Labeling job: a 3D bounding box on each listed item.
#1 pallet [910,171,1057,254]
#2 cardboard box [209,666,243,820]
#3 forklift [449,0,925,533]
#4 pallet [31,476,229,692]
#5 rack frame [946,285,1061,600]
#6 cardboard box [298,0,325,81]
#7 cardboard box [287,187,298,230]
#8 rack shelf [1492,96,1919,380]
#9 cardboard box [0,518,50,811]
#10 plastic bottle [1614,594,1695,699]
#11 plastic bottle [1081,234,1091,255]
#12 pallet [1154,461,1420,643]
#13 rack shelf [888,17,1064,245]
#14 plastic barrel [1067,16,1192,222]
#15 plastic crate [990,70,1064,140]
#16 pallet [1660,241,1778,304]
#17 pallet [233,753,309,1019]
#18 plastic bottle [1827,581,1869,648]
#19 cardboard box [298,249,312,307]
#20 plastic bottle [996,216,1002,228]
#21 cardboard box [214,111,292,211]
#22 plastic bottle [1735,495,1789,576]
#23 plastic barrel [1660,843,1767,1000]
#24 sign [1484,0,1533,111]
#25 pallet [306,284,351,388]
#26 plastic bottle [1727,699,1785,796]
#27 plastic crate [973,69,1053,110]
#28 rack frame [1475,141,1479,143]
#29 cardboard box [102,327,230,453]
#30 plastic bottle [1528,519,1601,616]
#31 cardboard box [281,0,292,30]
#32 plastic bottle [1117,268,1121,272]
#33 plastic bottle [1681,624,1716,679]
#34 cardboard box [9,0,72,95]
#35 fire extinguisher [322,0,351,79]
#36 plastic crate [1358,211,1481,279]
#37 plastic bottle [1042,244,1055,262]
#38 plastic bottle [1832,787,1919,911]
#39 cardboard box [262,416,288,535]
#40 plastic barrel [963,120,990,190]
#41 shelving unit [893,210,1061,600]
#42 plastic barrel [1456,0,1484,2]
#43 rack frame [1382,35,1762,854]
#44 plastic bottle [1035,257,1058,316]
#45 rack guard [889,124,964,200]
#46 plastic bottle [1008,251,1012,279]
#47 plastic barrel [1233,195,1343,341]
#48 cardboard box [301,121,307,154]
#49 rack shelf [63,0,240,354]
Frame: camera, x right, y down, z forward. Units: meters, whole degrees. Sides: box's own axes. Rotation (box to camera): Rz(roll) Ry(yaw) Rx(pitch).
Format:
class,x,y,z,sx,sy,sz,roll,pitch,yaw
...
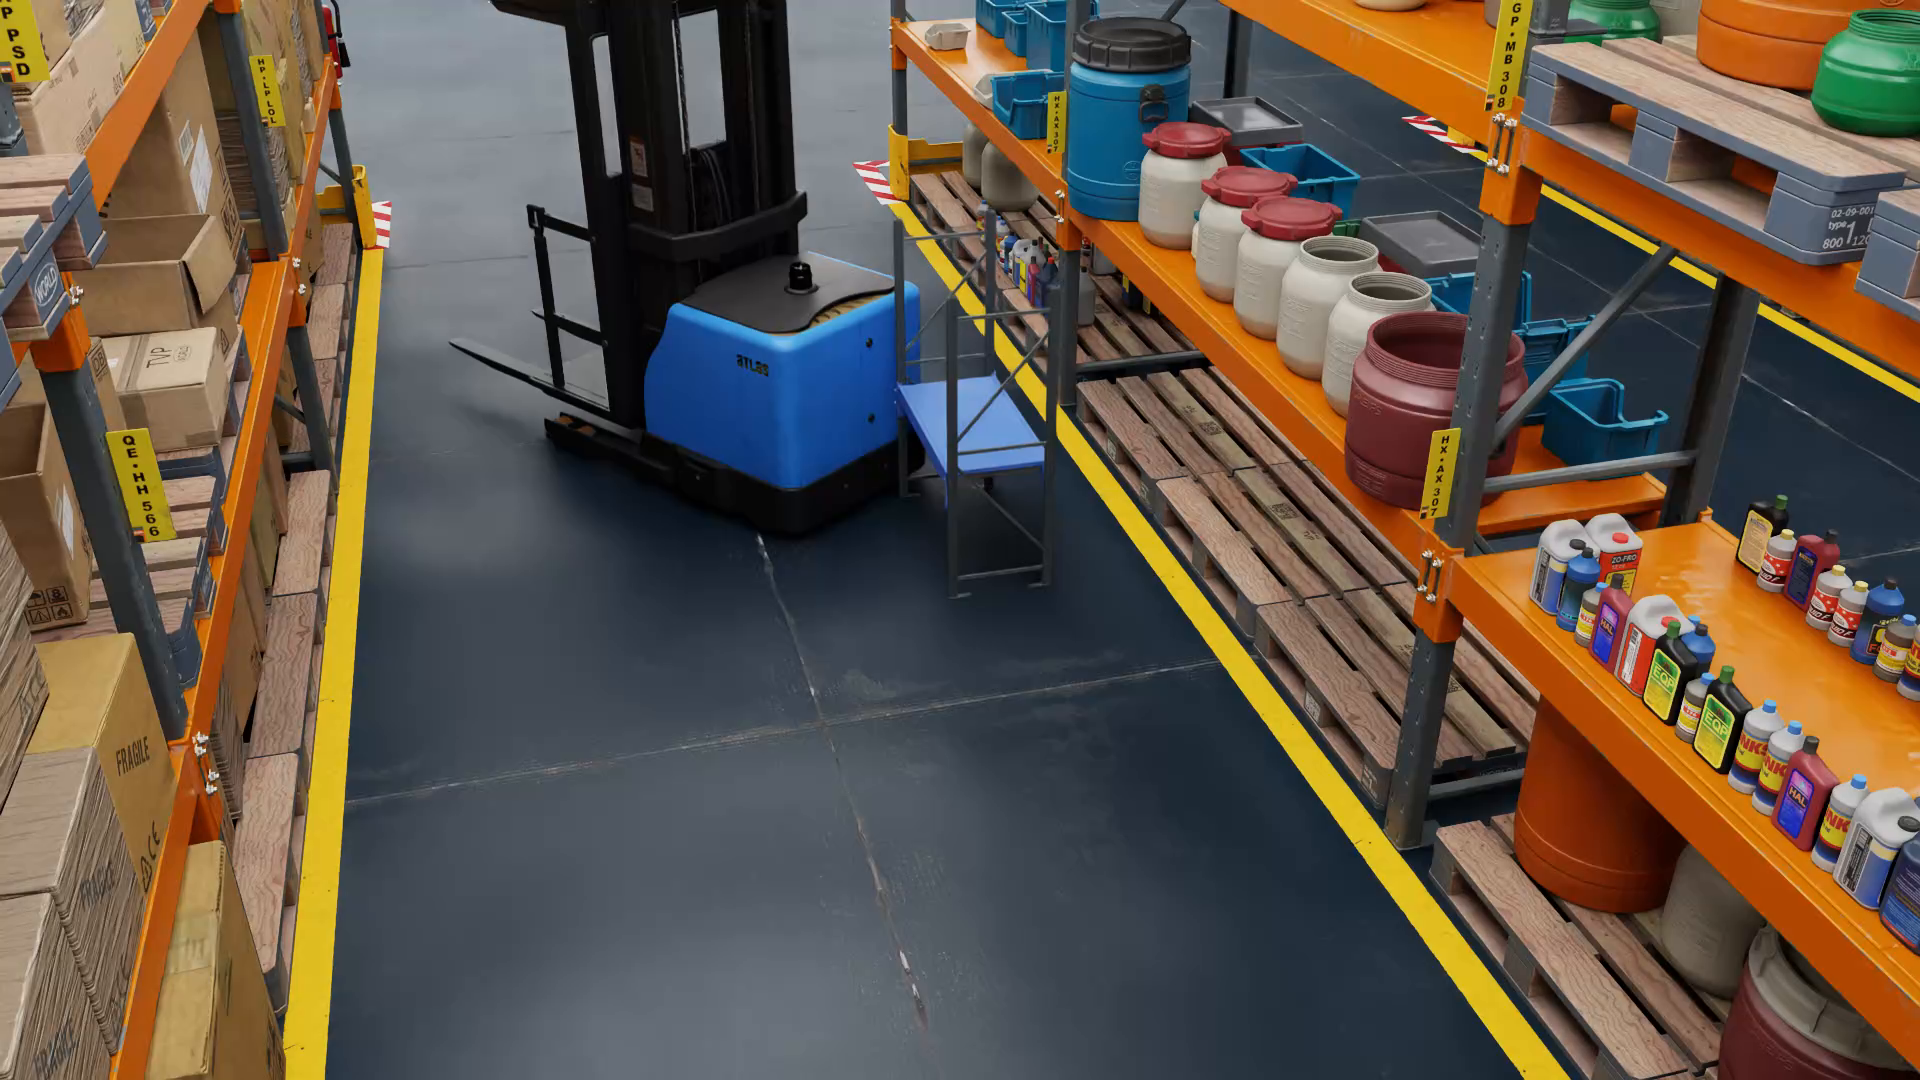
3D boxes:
class,x,y,z,sx,sy,sz,roll,pitch,yaw
pallet,0.258,-2.455,12.280,1.003,0.211,1.213,-8,31,-13
cardboard box,-3.026,0.742,6.031,0.700,0.500,0.500,-10,32,-17
forklift,-1.645,-1.902,8.610,3.031,2.935,1.130,22,37,33
pallet,-2.961,0.190,5.118,1.213,0.211,1.003,-8,31,-13
rack frame,0.187,-0.407,7.456,0.500,1.500,0.032,-8,31,-13
cardboard box,-4.425,-3.104,10.221,0.875,0.500,0.500,-8,31,-13
cardboard box,-3.552,-1.652,8.361,0.380,0.149,0.250,-8,31,-13
rack shelf,2.637,-0.242,3.398,1.077,0.370,4.000,-8,31,-13
cardboard box,-2.491,0.315,3.610,0.797,0.503,0.637,-7,31,-12
plastic bottle,2.032,0.308,4.848,0.152,0.276,0.135,-8,31,-13
plastic bottle,0.855,-2.018,11.096,0.097,0.201,0.097,0,30,0
pallet,1.617,0.018,8.008,1.003,0.211,1.213,-8,31,-13
rack shelf,0.513,-2.808,10.825,1.077,0.370,4.000,-8,31,-13
plastic barrel,0.855,-2.143,8.458,0.600,0.901,0.708,-8,31,-13
plastic crate,0.489,-2.587,9.874,0.499,0.251,0.616,-8,31,-13
pallet,5.650,-1.993,11.482,1.003,0.211,1.213,-8,31,-13
pallet,-2.875,1.266,5.851,1.003,0.211,1.213,-8,31,-13
plastic bottle,2.725,0.220,5.074,0.097,0.201,0.097,0,30,0
cardboard box,-4.304,-1.634,10.154,0.500,0.500,0.500,-5,30,-9
plastic bottle,0.254,-2.012,11.016,0.097,0.271,0.097,0,30,0
cardboard box,-3.791,-1.892,8.128,0.875,0.500,0.500,-8,31,-13
plastic bottle,2.625,-0.032,5.428,0.061,0.283,0.133,-8,31,-13
plastic barrel,2.488,1.169,5.301,0.421,0.512,0.421,0,30,0
sign,1.577,-1.398,4.781,0.100,0.325,0.005,-8,31,-13
pallet,-4.271,-1.198,10.109,1.003,0.211,1.213,-8,31,-13
plastic bottle,2.133,0.545,4.442,0.097,0.271,0.097,0,30,0
plastic crate,0.369,-2.790,10.339,0.530,0.136,0.437,-8,31,-13
rack frame,4.759,-4.742,13.448,1.000,3.000,0.127,-8,31,-13
cardboard box,-2.893,-0.520,5.884,0.500,0.250,0.500,-9,31,-15
plastic bottle,1.909,0.084,5.234,0.152,0.276,0.135,-8,31,-13
cardboard box,-4.015,-3.073,9.171,0.500,0.500,0.500,-8,31,-13
plastic bottle,1.067,-1.939,10.810,0.144,0.351,0.185,-8,31,-14
plastic bottle,2.095,0.361,4.760,0.097,0.271,0.097,0,30,0
cardboard box,-2.546,-1.382,4.050,0.500,0.500,0.500,-8,31,-13
fire extinguisher,-4.379,-3.510,11.396,0.296,0.674,0.183,-8,31,-13
plastic crate,1.972,-1.070,7.041,0.402,0.464,0.583,-8,31,-13
plastic bottle,0.551,-1.715,10.492,0.061,0.283,0.133,-8,31,-13
plastic bottle,2.277,0.754,4.077,0.152,0.276,0.135,-8,31,-13
cardboard box,-3.589,-0.304,7.837,0.700,0.500,0.500,-10,32,-17
plastic barrel,0.231,-2.882,12.300,0.421,0.512,0.421,0,30,0
shelving unit,0.057,-0.653,7.882,0.538,1.500,1.048,-8,31,-13
plastic barrel,1.924,-2.447,6.060,0.600,0.830,0.708,-8,31,-13
rack frame,2.106,-0.221,5.638,1.000,3.000,0.127,-8,31,-13
plastic bottle,0.544,-1.563,10.160,0.144,0.351,0.185,-9,31,-16
rack guard,0.048,-2.973,12.887,1.175,0.500,0.348,-8,31,-13
plastic bottle,0.362,-1.786,10.696,0.097,0.201,0.097,0,30,0
plastic barrel,1.396,-1.157,7.120,0.433,0.535,0.433,0,30,0
cardboard box,-3.909,-2.252,9.398,0.380,0.149,0.250,-8,31,-13
rack shelf,-3.200,-1.516,5.598,1.077,0.370,4.000,-8,31,-13
